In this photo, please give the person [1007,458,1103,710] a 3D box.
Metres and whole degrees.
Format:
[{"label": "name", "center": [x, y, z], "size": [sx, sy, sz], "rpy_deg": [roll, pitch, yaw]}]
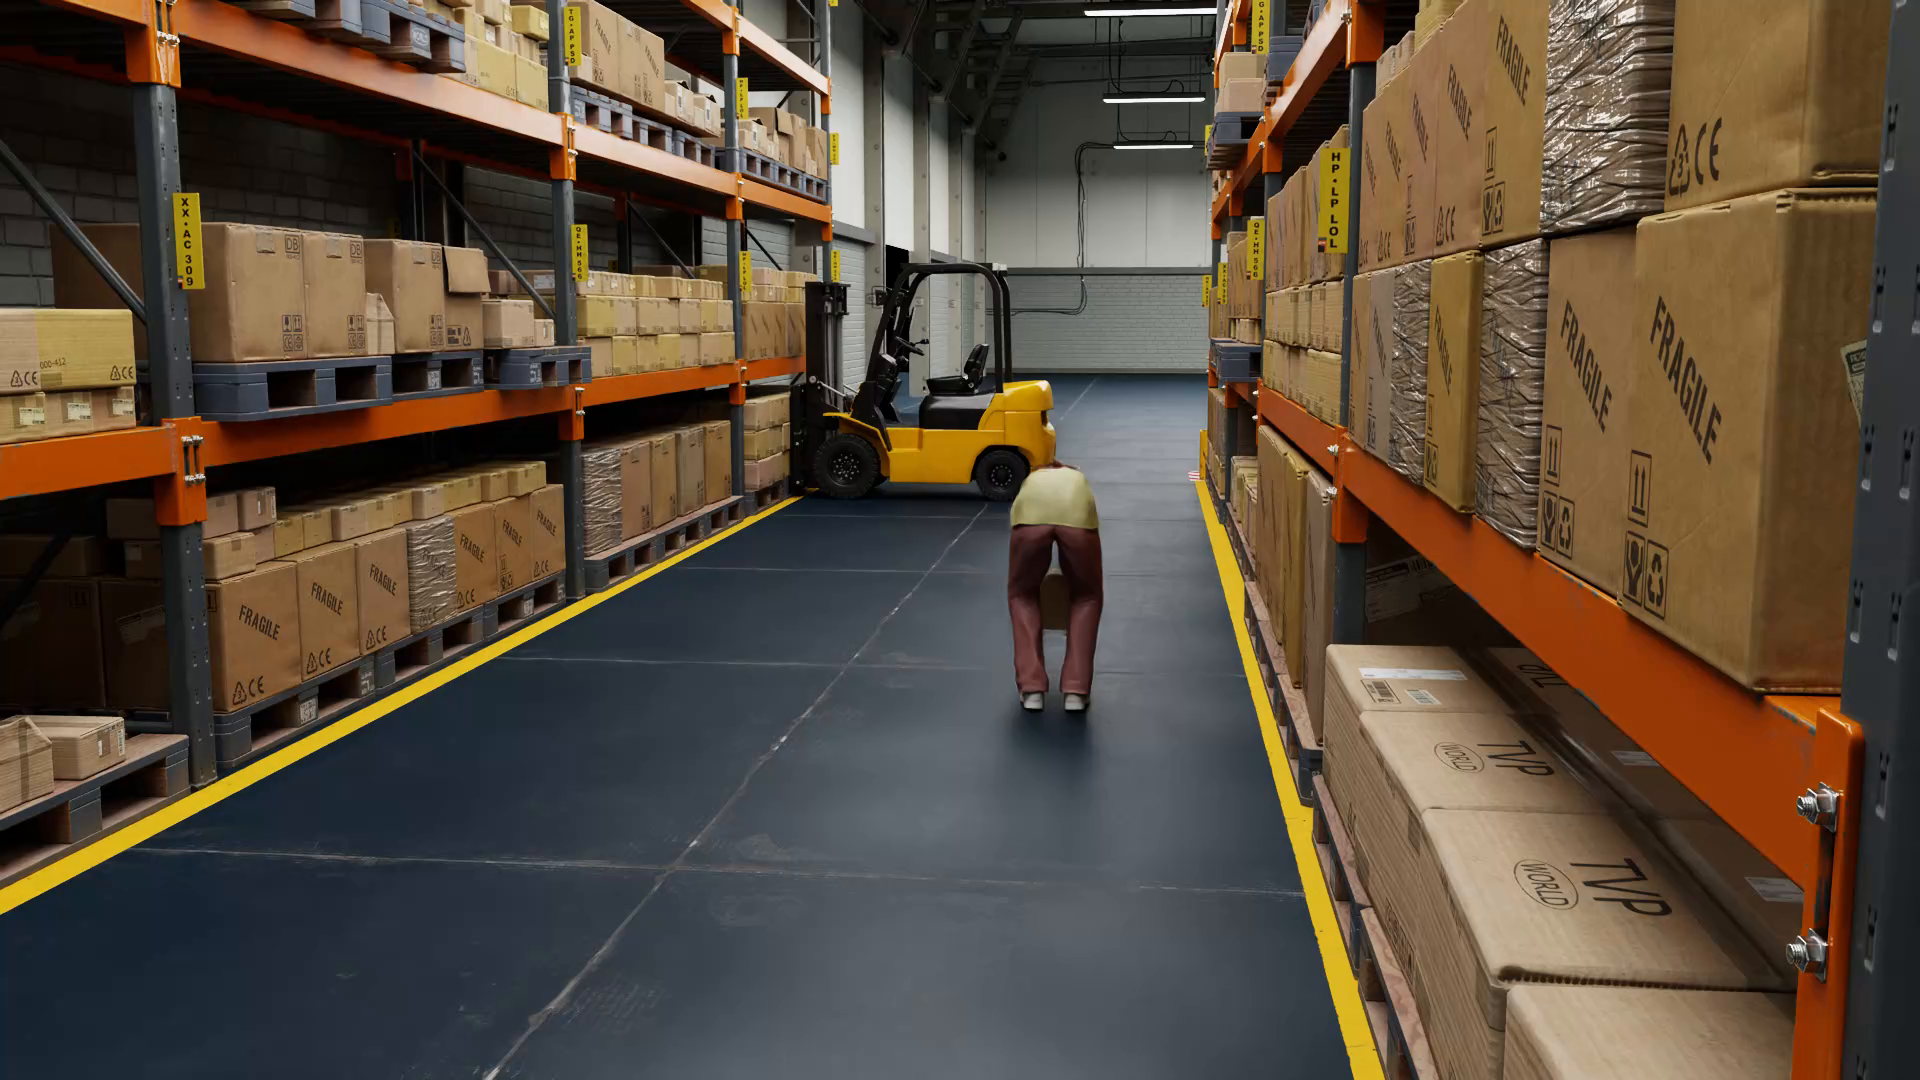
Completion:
[{"label": "person", "center": [0.421, 0.179, 7.319], "size": [0.416, 1.051, 0.872], "rpy_deg": [1, 8, 4]}]
